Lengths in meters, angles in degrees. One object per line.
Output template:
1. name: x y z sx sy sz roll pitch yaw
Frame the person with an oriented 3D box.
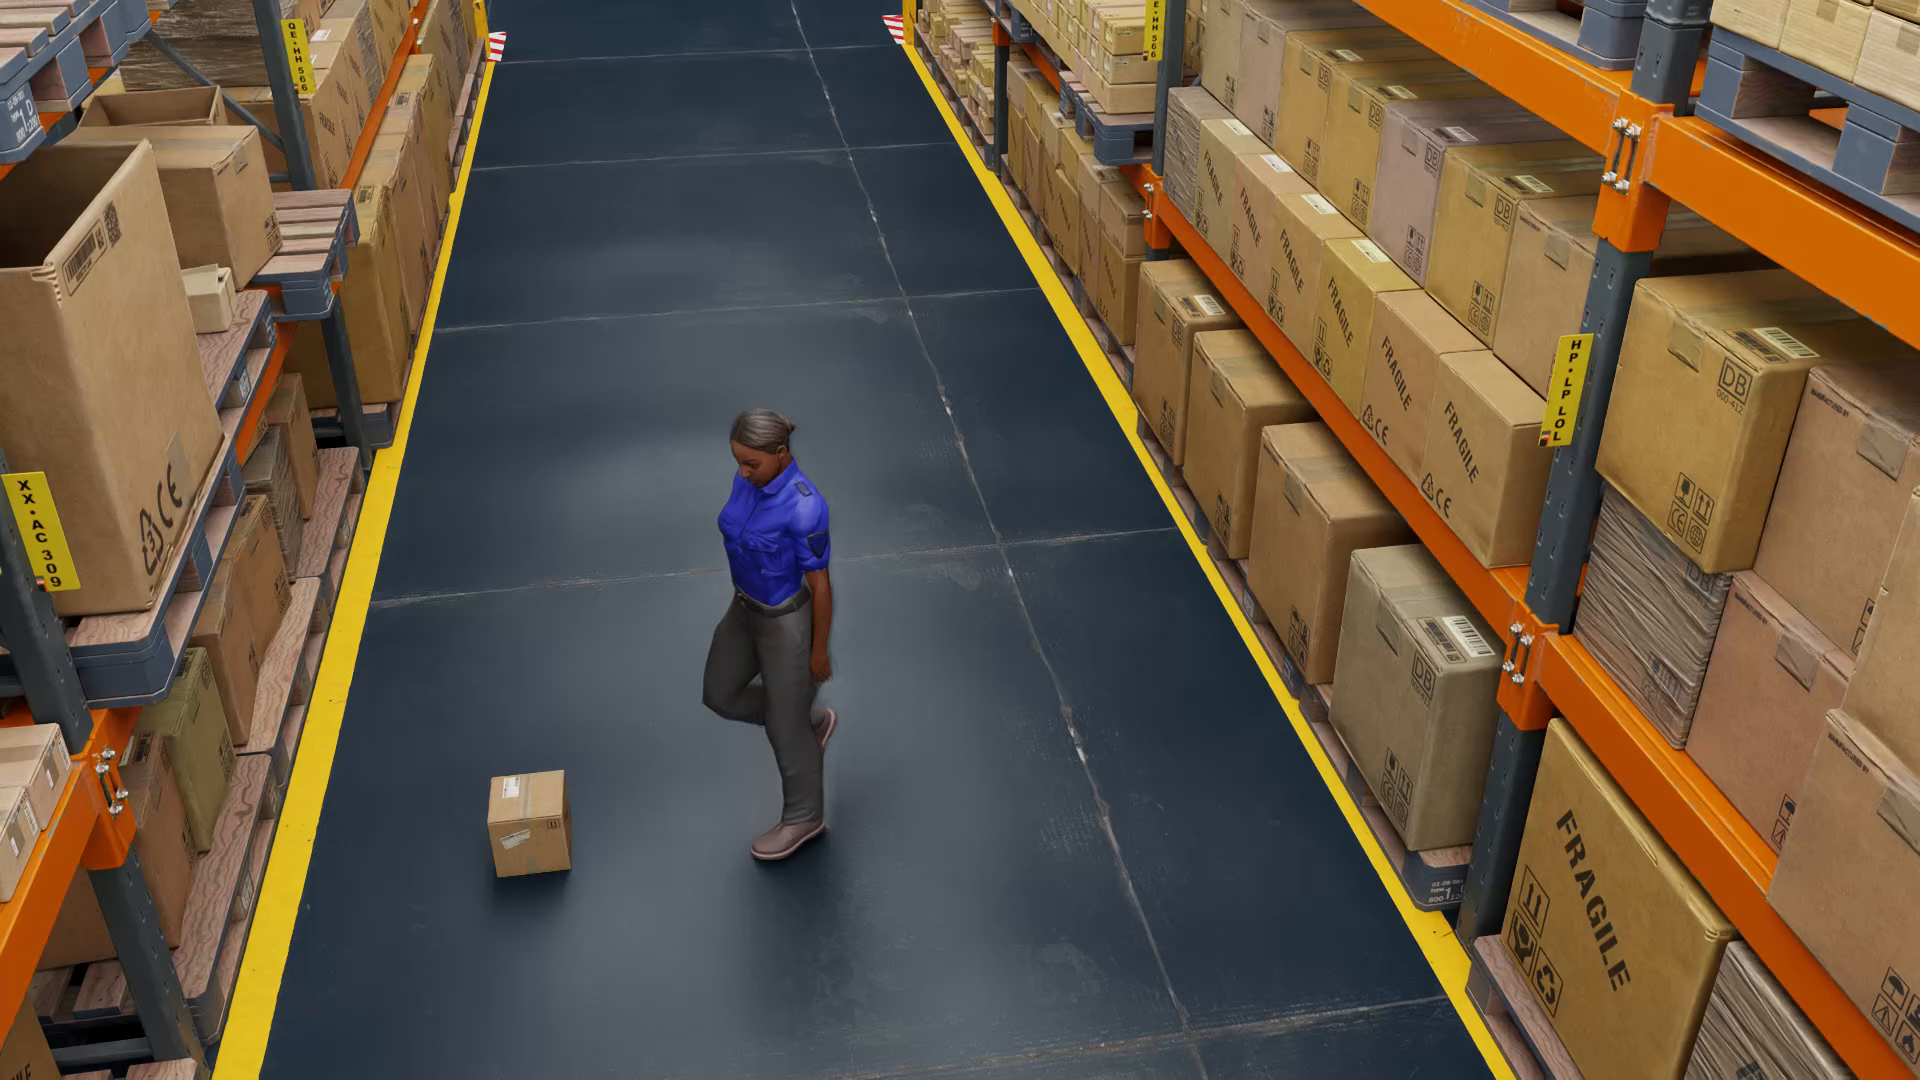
1. person: -0.602 0.289 5.637 0.505 1.650 0.461 -22 37 -32
